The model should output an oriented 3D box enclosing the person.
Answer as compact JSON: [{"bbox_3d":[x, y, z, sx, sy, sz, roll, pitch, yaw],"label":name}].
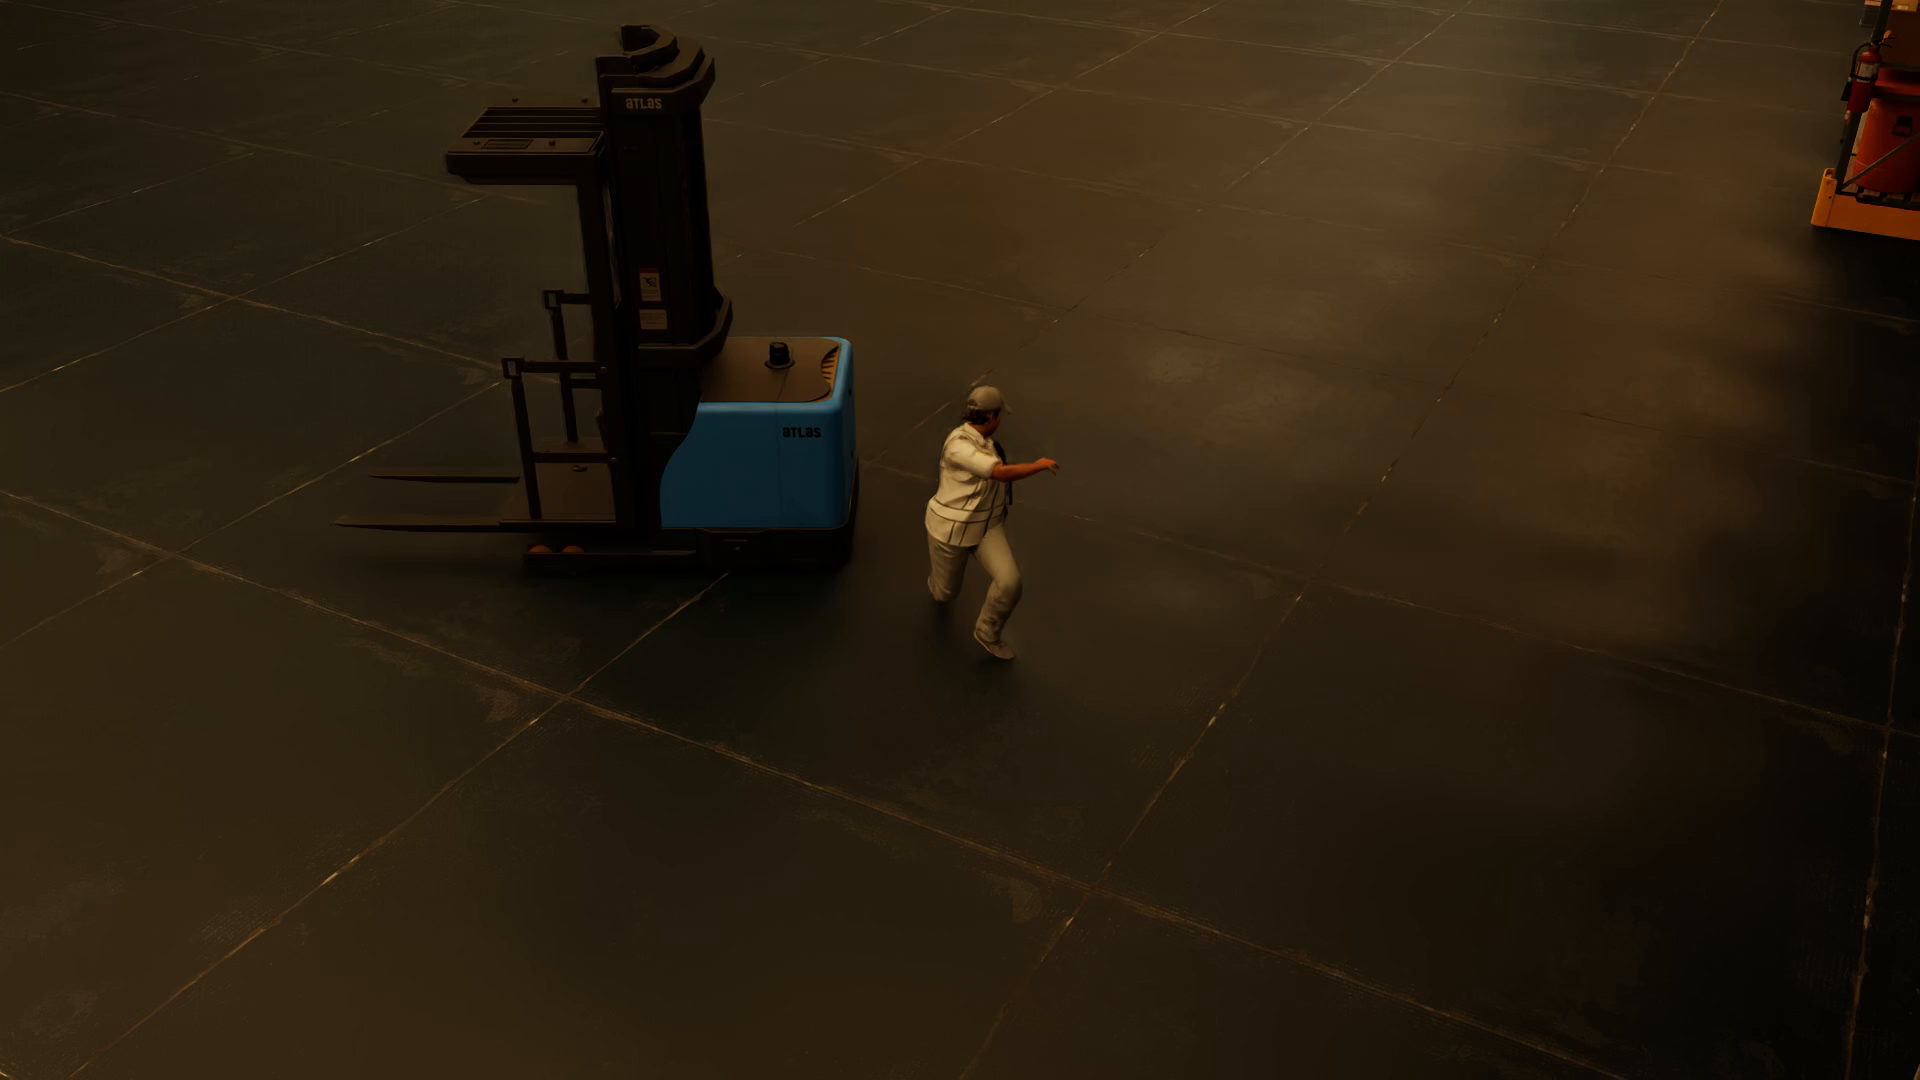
[{"bbox_3d":[0.123,-0.152,8.933,0.699,1.440,0.928,-19,35,-29],"label":"person"}]

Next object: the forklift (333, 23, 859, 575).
[{"bbox_3d":[-2.151,-1.332,9.378,3.031,2.935,1.130,0,30,1],"label":"forklift"}]
